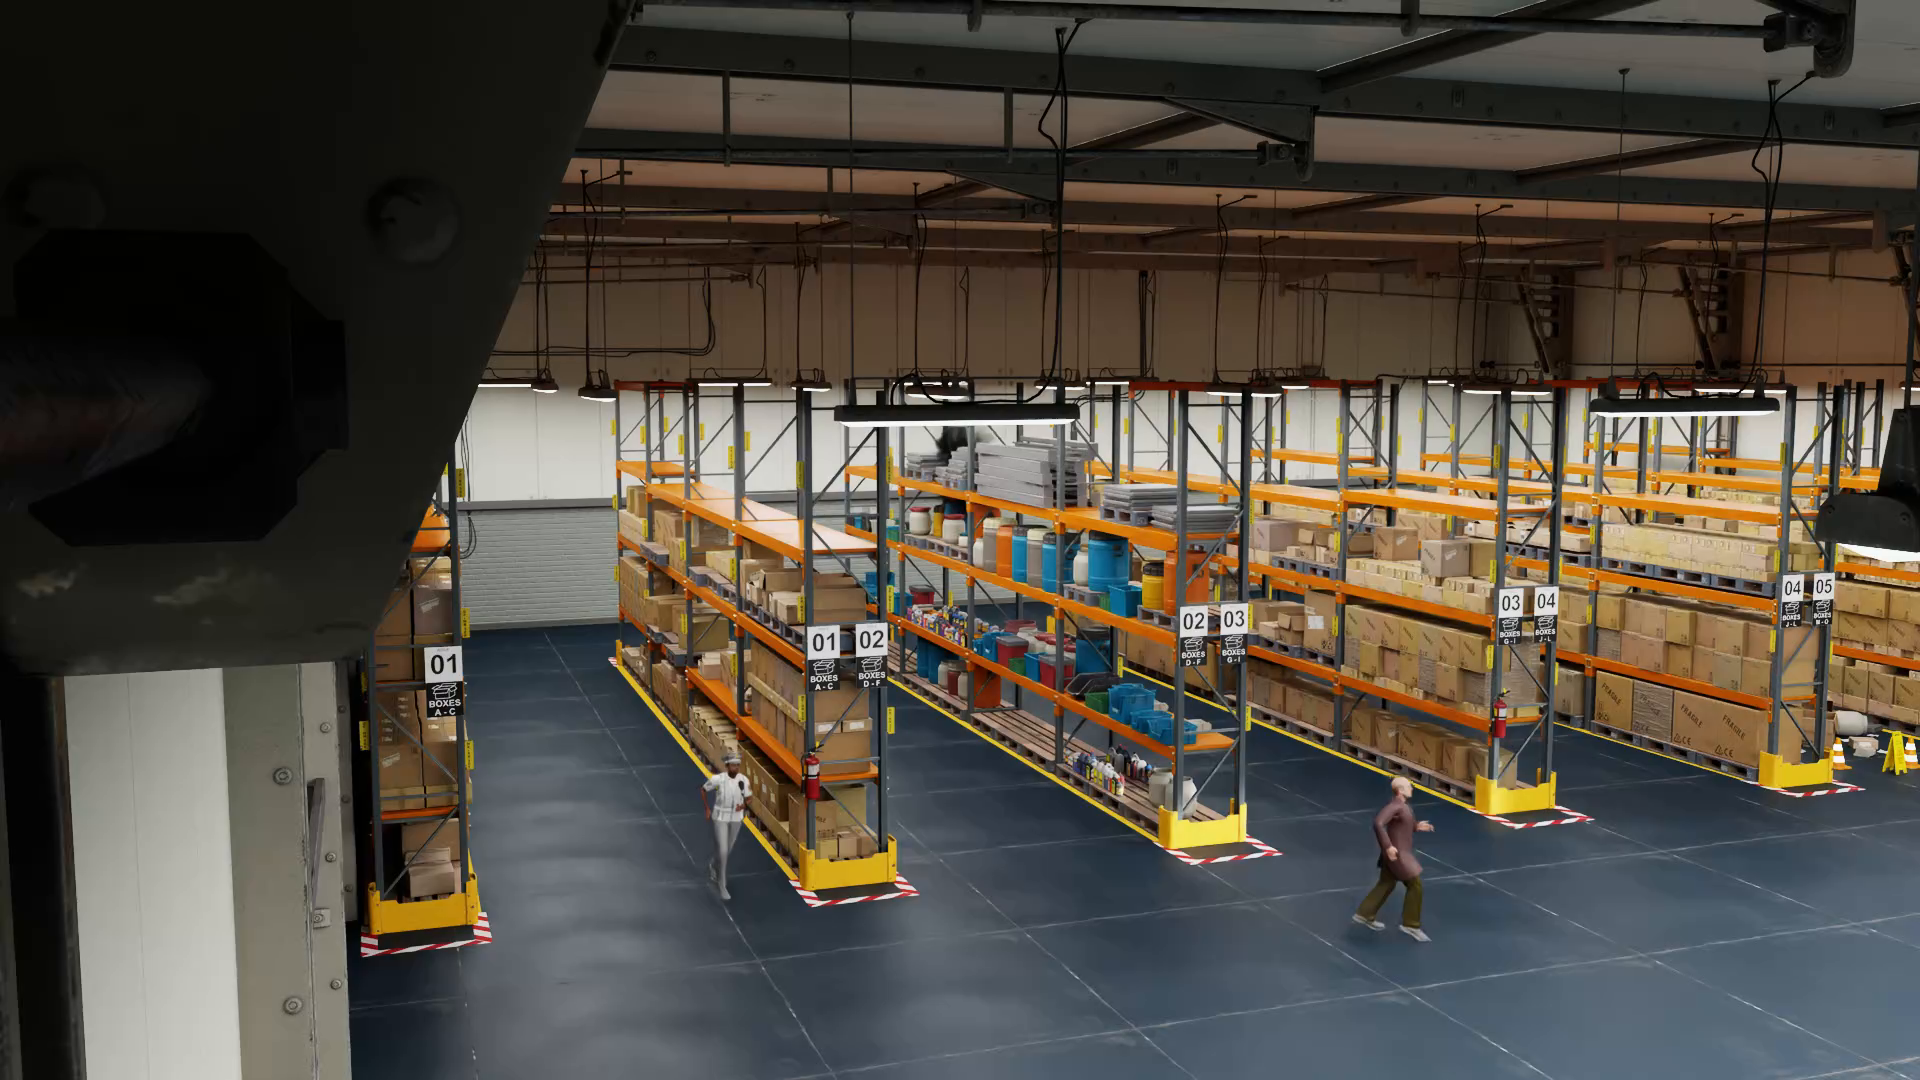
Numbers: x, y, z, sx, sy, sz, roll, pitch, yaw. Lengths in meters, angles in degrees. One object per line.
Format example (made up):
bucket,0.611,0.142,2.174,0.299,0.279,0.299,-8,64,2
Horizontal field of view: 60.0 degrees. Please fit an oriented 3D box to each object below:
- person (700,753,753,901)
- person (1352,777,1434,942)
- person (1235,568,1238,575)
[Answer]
person,-2.796,3.397,20.055,0.592,1.726,0.863,-3,7,-28
person,4.796,3.513,18.386,0.867,1.838,0.689,1,6,7
person,6.288,1.461,37.785,0.677,1.836,0.776,-2,6,-19
